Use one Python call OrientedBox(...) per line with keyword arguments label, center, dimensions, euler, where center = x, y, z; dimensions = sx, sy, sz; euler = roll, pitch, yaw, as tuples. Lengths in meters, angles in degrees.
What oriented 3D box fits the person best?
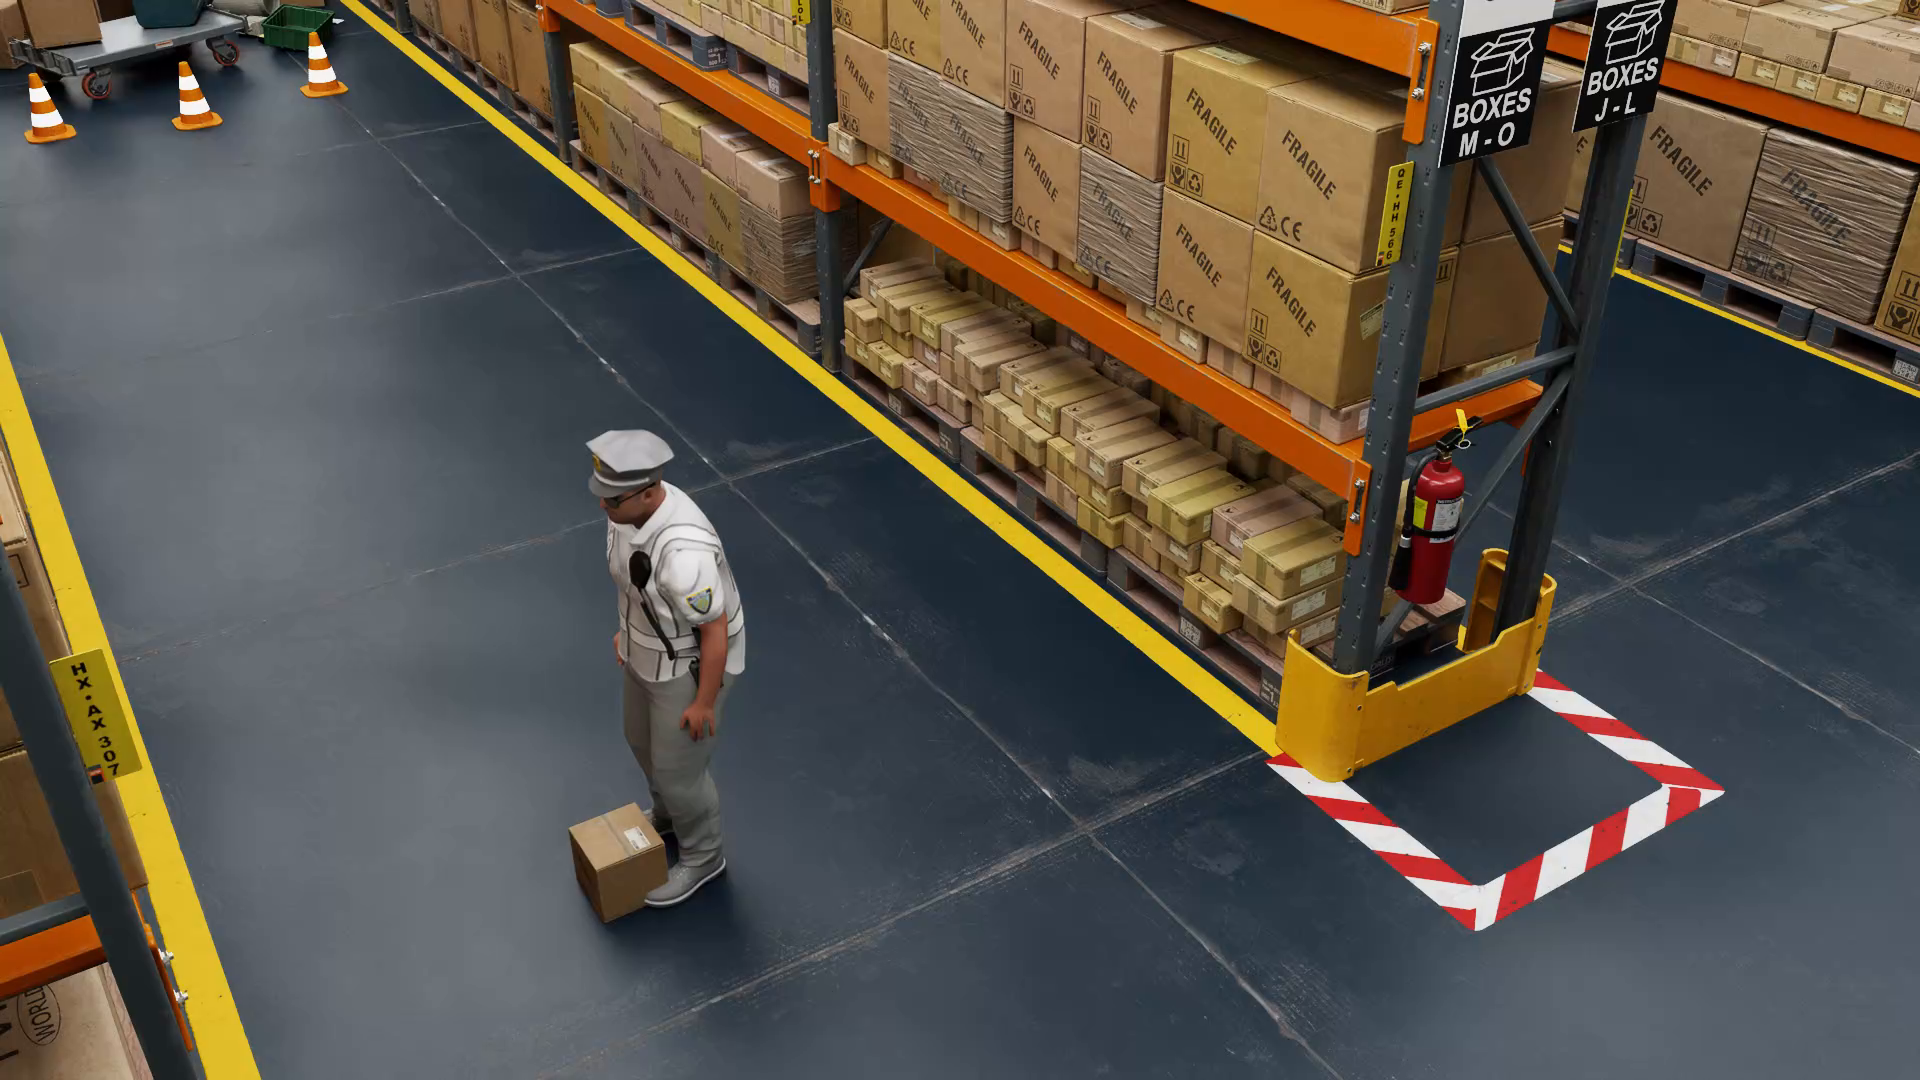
OrientedBox(label="person", center=(-0.966, 0.409, 5.489), dimensions=(0.480, 1.744, 0.597), euler=(-21, 38, -30))
